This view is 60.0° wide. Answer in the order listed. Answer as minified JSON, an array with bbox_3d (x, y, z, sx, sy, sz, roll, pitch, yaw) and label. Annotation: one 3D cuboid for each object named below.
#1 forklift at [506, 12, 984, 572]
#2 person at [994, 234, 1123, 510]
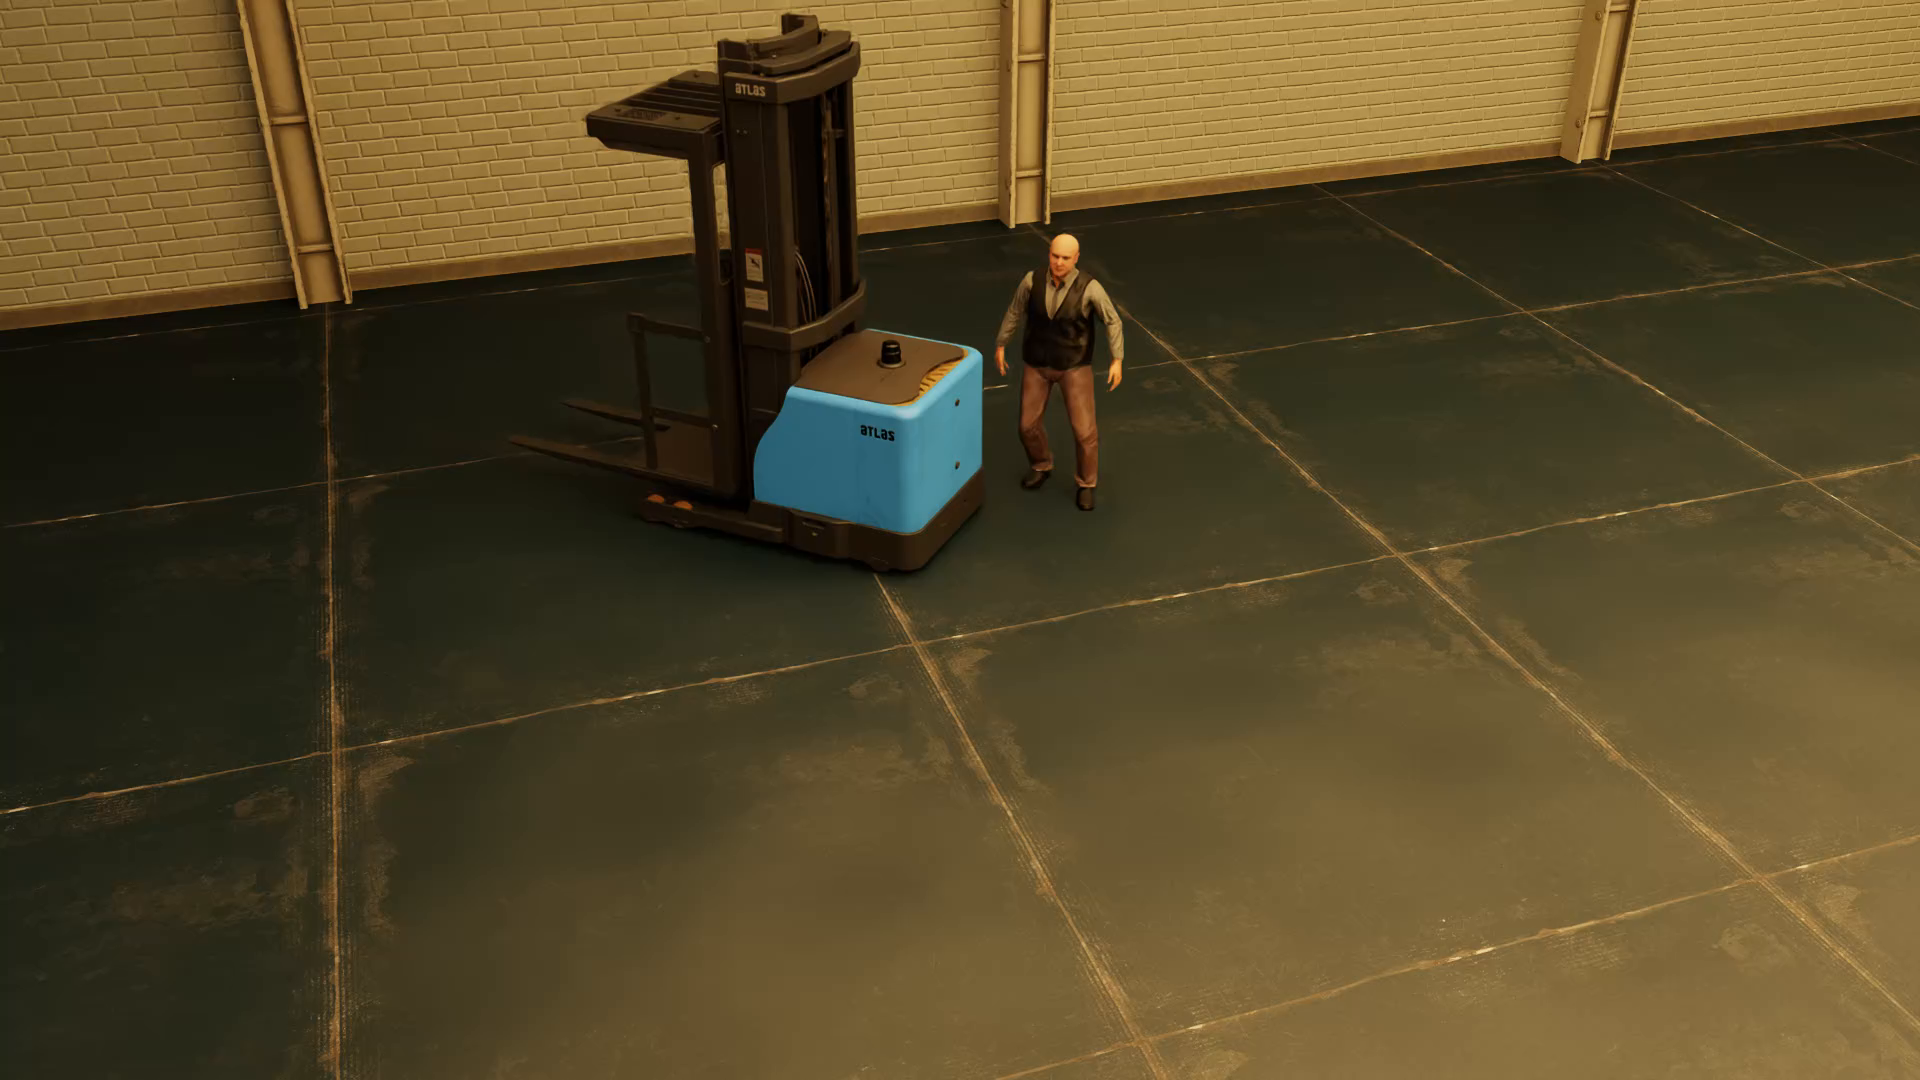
[{"bbox_3d":[-1.412,-1.565,9.807,3.031,2.935,1.130,13,32,21],"label":"forklift"},{"bbox_3d":[0.590,-1.050,10.177,0.814,1.688,0.482,10,31,17],"label":"person"}]
